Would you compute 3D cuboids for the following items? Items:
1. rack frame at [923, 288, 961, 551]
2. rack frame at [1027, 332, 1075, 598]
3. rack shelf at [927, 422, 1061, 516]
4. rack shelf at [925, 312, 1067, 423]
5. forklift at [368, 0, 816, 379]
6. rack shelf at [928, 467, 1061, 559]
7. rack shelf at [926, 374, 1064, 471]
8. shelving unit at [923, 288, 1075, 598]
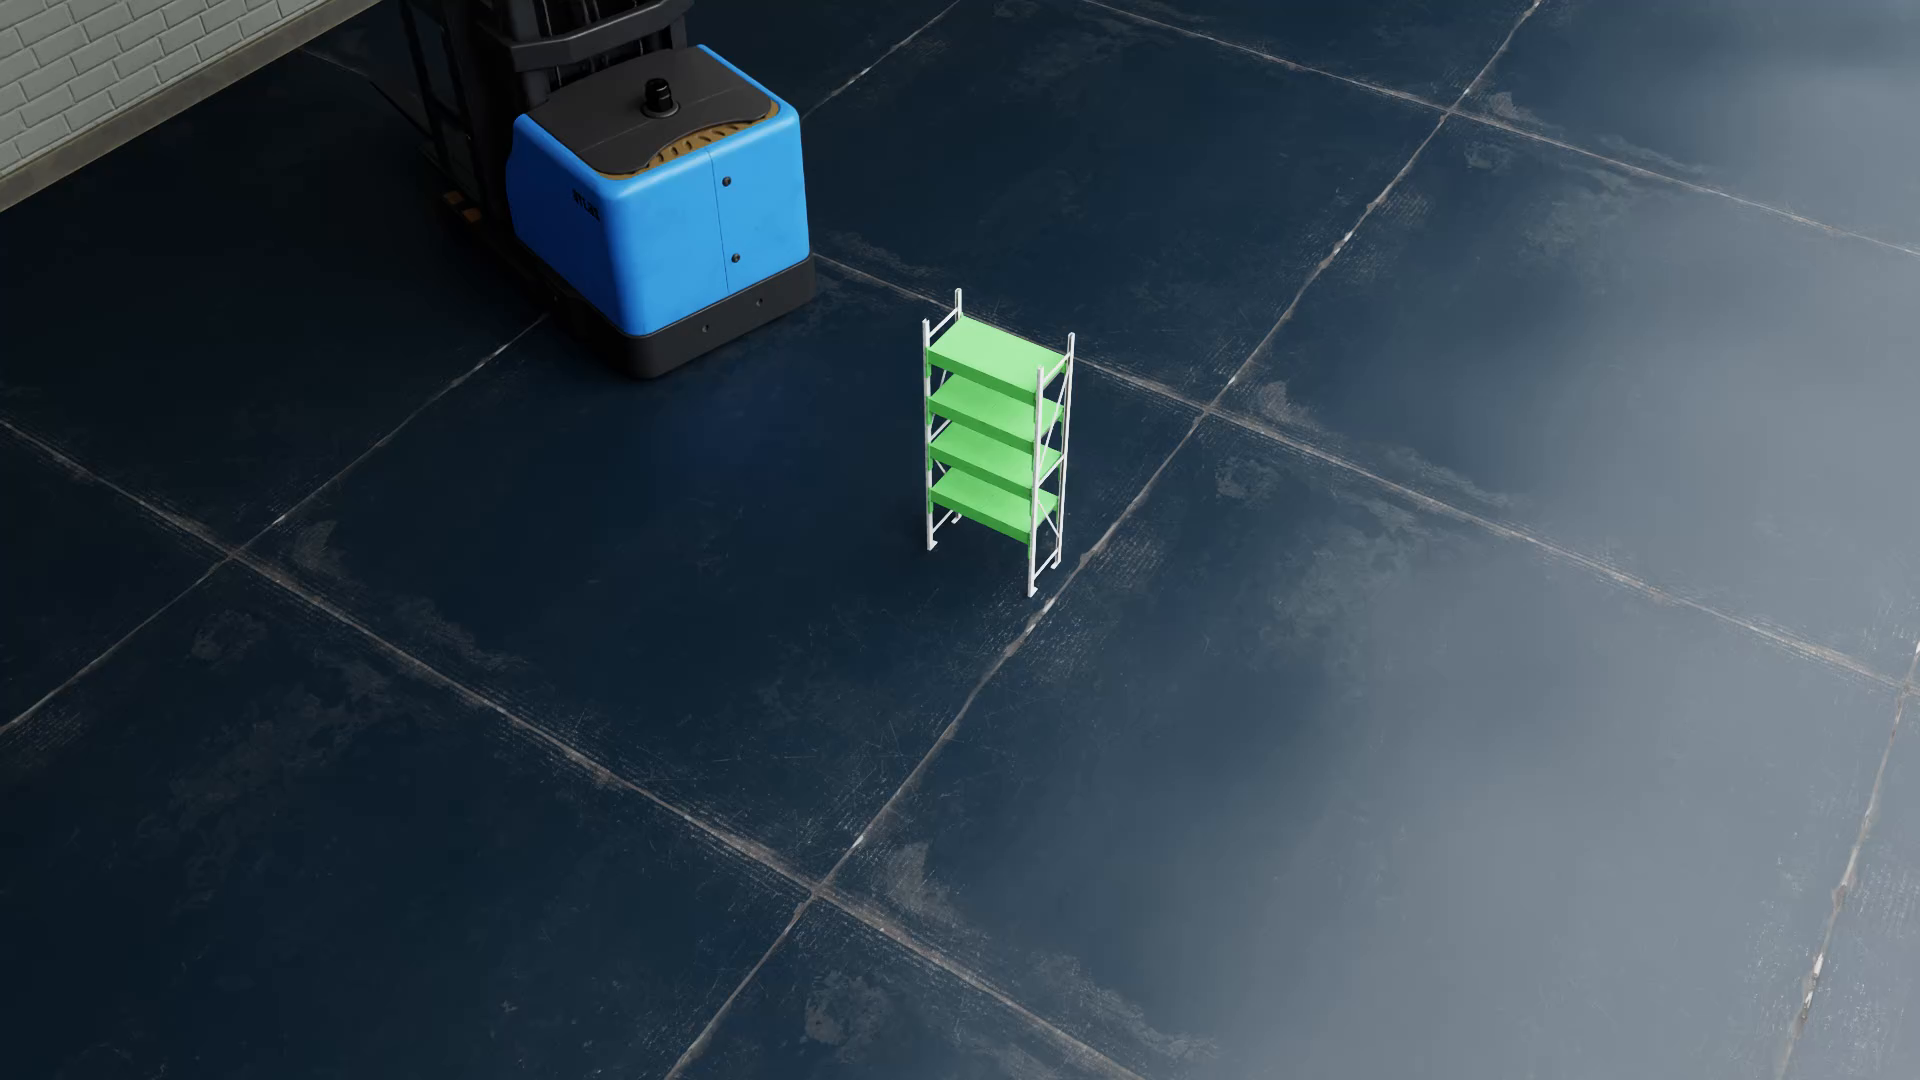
[{"bbox_3d":[-0.066,-0.449,6.571,0.015,1.200,0.240,25,51,22],"label":"rack frame"},{"bbox_3d":[0.345,-0.260,6.387,0.015,1.200,0.240,25,51,22],"label":"rack frame"},{"bbox_3d":[0.139,-0.310,6.525,0.480,0.148,0.258,25,51,22],"label":"rack shelf"},{"bbox_3d":[0.139,-0.644,6.181,0.480,0.148,0.258,25,51,22],"label":"rack shelf"},{"bbox_3d":[-2.027,-2.748,7.598,1.130,2.935,3.031,-31,53,-27],"label":"forklift"},{"bbox_3d":[0.139,-0.142,6.697,0.480,0.148,0.258,25,51,22],"label":"rack shelf"},{"bbox_3d":[0.139,-0.477,6.353,0.480,0.148,0.258,25,51,22],"label":"rack shelf"},{"bbox_3d":[0.139,-0.354,6.479,0.503,1.200,0.258,25,51,22],"label":"shelving unit"}]
